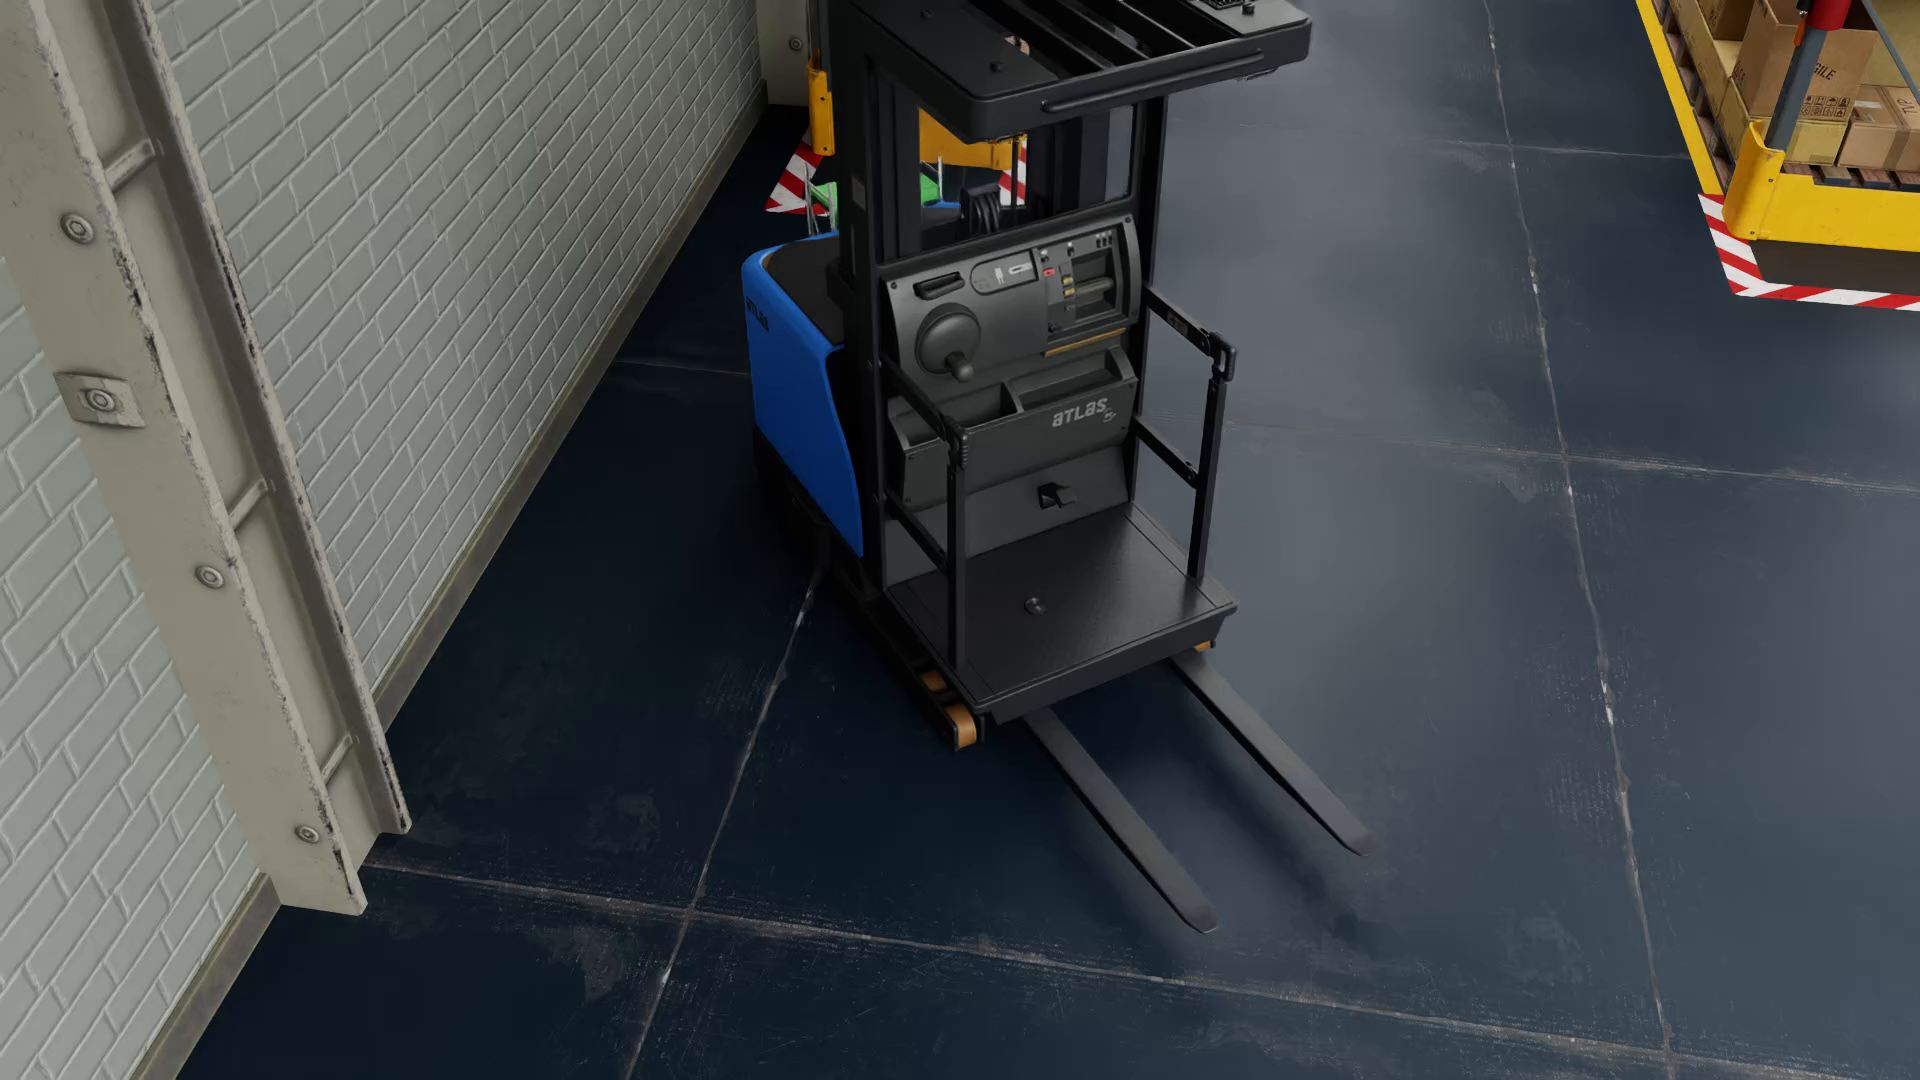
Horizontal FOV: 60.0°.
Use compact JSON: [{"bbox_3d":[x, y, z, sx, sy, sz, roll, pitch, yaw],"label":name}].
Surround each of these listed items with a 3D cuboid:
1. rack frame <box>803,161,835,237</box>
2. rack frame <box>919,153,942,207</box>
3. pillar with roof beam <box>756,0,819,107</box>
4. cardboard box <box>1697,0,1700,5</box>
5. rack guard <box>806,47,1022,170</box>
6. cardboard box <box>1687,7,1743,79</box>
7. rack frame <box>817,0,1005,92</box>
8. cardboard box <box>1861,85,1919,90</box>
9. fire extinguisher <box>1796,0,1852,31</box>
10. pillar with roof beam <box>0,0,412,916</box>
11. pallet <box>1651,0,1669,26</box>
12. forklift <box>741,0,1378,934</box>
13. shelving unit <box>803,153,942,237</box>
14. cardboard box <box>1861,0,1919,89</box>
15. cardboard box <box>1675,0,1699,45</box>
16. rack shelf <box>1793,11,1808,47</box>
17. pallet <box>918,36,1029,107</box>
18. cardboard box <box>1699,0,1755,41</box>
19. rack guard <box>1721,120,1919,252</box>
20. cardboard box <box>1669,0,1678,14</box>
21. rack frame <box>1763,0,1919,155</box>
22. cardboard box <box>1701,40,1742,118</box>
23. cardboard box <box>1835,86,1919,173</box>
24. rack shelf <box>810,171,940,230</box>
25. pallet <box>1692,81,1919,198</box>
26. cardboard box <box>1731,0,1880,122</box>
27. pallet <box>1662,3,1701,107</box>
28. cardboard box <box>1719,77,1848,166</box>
[{"bbox_3d":[-0.556,-0.990,6.998,0.015,1.200,0.240,-20,42,-23],"label":"rack frame"},{"bbox_3d":[-0.135,-1.147,7.188,0.015,1.200,0.240,-20,42,-23],"label":"rack frame"},{"bbox_3d":[3.250,-5.702,6.585,9.100,9.000,0.400,6,40,8],"label":"pillar with roof beam"},{"bbox_3d":[4.666,-3.490,9.857,0.500,0.500,0.500,6,40,8],"label":"cardboard box"},{"bbox_3d":[-0.246,-2.415,9.278,1.175,0.500,0.348,6,40,8],"label":"rack guard"},{"bbox_3d":[4.581,-2.887,9.716,0.500,0.250,0.500,6,40,8],"label":"cardboard box"},{"bbox_3d":[-0.259,-3.330,8.424,1.000,3.000,0.127,6,40,8],"label":"rack frame"},{"bbox_3d":[5.015,-2.515,9.266,0.500,0.250,0.500,6,40,8],"label":"cardboard box"},{"bbox_3d":[4.142,-2.734,7.763,0.296,0.674,0.183,6,40,8],"label":"fire extinguisher"},{"bbox_3d":[2.212,-1.937,2.031,9.100,9.000,0.400,6,40,8],"label":"pillar with roof beam"},{"bbox_3d":[5.134,-3.728,11.093,1.003,0.211,1.213,6,40,8],"label":"pallet"},{"bbox_3d":[0.293,-0.727,5.329,1.130,2.935,3.031,-19,43,-22],"label":"forklift"},{"bbox_3d":[-0.346,-1.069,7.093,0.503,1.200,0.258,-20,42,-23],"label":"shelving unit"},{"bbox_3d":[5.017,-2.804,9.027,0.500,0.500,0.500,6,40,8],"label":"cardboard box"},{"bbox_3d":[4.670,-3.200,10.095,0.500,0.250,0.500,6,40,8],"label":"cardboard box"},{"bbox_3d":[4.966,-3.764,9.514,1.077,0.370,4.000,6,40,8],"label":"rack shelf"},{"bbox_3d":[-0.071,-2.809,9.982,1.003,0.211,1.213,6,40,8],"label":"pallet"},{"bbox_3d":[4.579,-3.176,9.477,0.500,0.500,0.500,6,40,8],"label":"cardboard box"},{"bbox_3d":[4.616,-1.808,8.544,1.175,0.500,0.348,6,40,8],"label":"rack guard"},{"bbox_3d":[4.750,-3.515,10.476,0.500,0.250,0.500,6,40,8],"label":"cardboard box"},{"bbox_3d":[4.620,-2.786,7.766,1.000,3.000,0.127,6,40,8],"label":"rack frame"},{"bbox_3d":[4.497,-2.573,9.336,0.500,0.250,0.500,6,40,8],"label":"cardboard box"},{"bbox_3d":[4.932,-2.201,8.886,0.500,0.250,0.500,6,40,8],"label":"cardboard box"},{"bbox_3d":[-0.354,-1.398,6.839,0.480,0.148,0.258,-20,42,-23],"label":"rack shelf"},{"bbox_3d":[4.711,-2.196,9.241,1.003,0.211,1.213,6,40,8],"label":"pallet"},{"bbox_3d":[4.420,-2.547,8.716,0.500,0.500,0.500,6,40,8],"label":"cardboard box"},{"bbox_3d":[4.925,-2.960,10.164,1.003,0.211,1.213,6,40,8],"label":"pallet"},{"bbox_3d":[4.422,-2.258,8.955,0.500,0.250,0.500,6,40,8],"label":"cardboard box"}]
